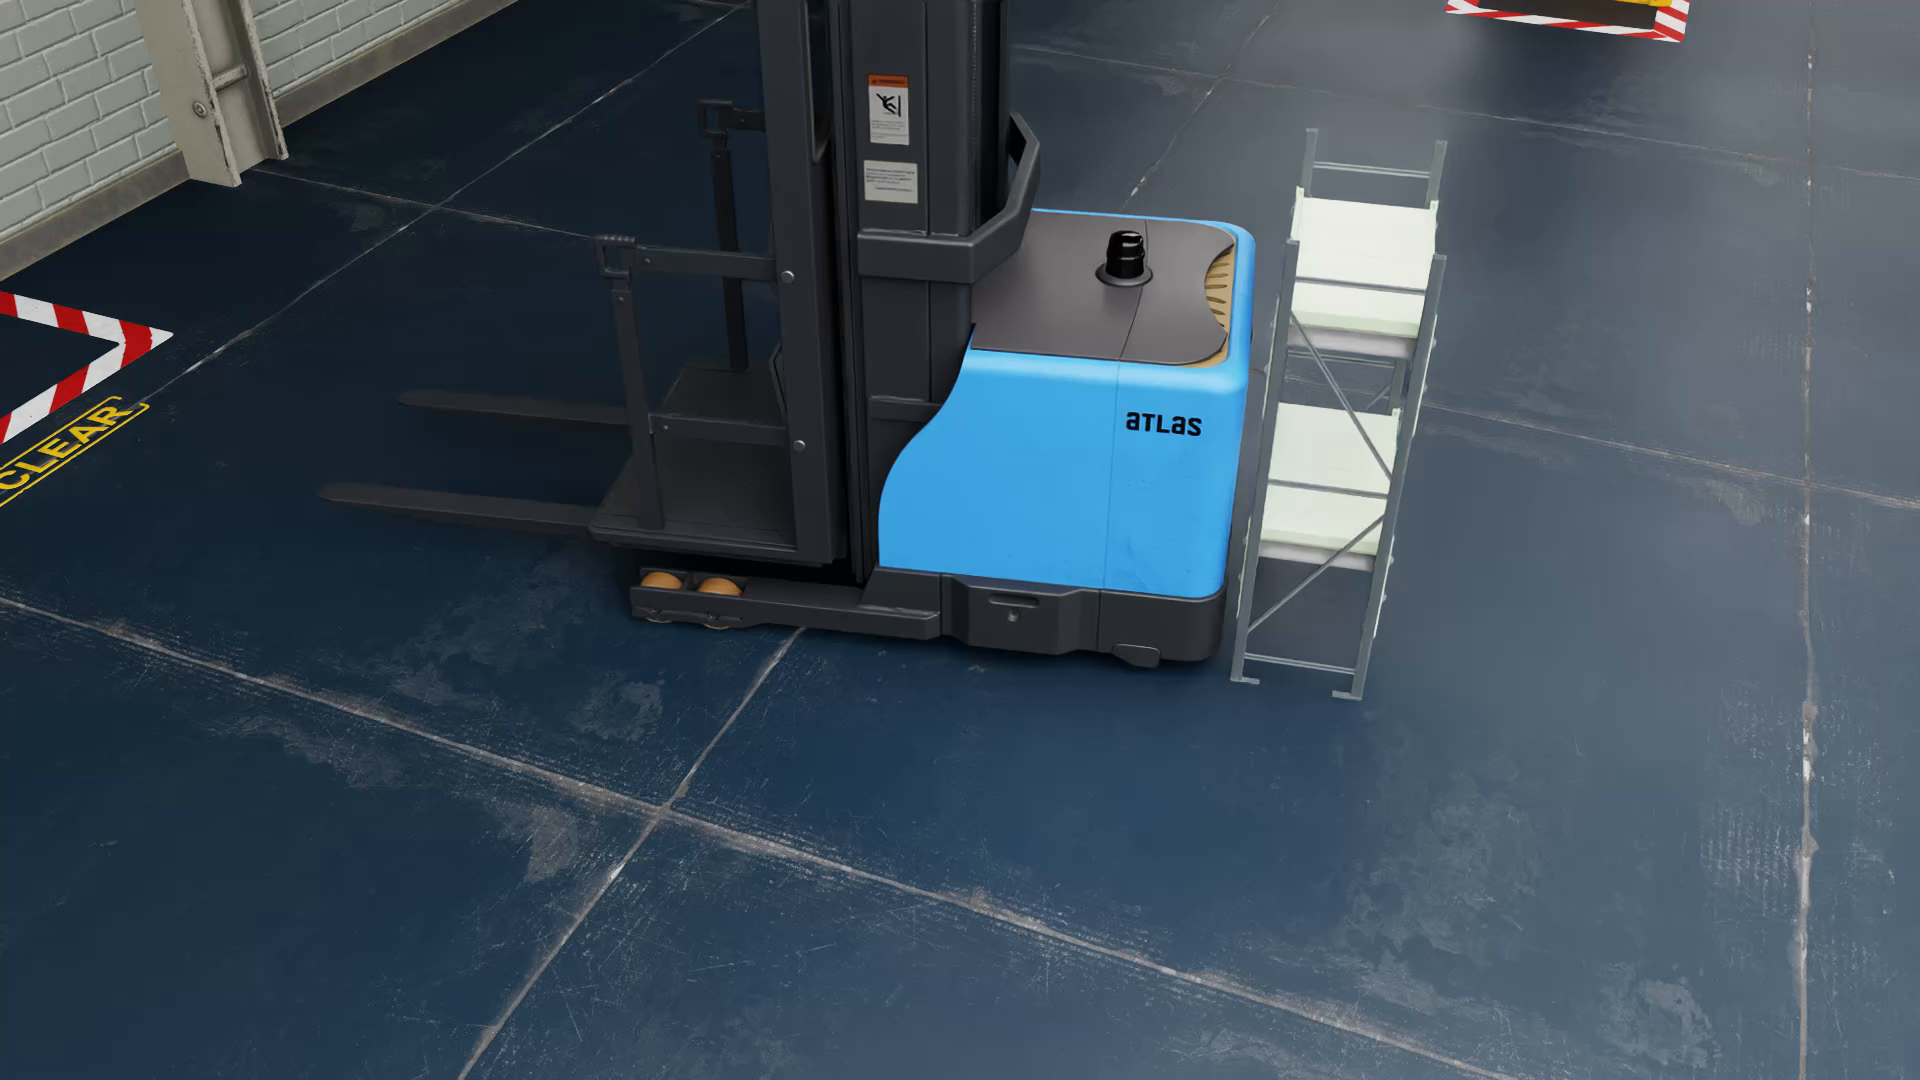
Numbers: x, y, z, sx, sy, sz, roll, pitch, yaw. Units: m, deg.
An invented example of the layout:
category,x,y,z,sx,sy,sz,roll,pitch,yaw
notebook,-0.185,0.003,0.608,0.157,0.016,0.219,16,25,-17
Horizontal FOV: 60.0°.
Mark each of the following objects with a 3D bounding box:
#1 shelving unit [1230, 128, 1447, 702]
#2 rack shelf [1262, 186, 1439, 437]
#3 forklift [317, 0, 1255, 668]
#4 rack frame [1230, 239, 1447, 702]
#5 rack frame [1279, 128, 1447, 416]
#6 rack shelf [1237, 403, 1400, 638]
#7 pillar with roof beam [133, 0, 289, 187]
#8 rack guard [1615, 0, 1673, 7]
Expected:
category,x,y,z,sx,sy,sz,roll,pitch,yaw
shelving unit,1.119,-0.353,4.970,0.431,1.500,0.755,8,38,11
rack shelf,1.119,-0.666,4.736,0.431,0.370,0.720,8,38,11
forklift,-0.611,-1.191,4.895,3.031,2.935,1.130,6,37,8
rack frame,1.035,-0.140,4.685,0.400,1.500,0.023,8,38,11
rack frame,1.203,-0.567,5.255,0.400,1.500,0.023,8,38,11
rack shelf,1.119,-0.092,5.165,0.431,0.370,0.720,8,38,11
pillar with roof beam,0.411,-4.471,4.215,9.100,9.000,0.400,14,39,18
rack guard,3.820,-3.645,10.209,1.175,0.500,0.348,14,39,18
